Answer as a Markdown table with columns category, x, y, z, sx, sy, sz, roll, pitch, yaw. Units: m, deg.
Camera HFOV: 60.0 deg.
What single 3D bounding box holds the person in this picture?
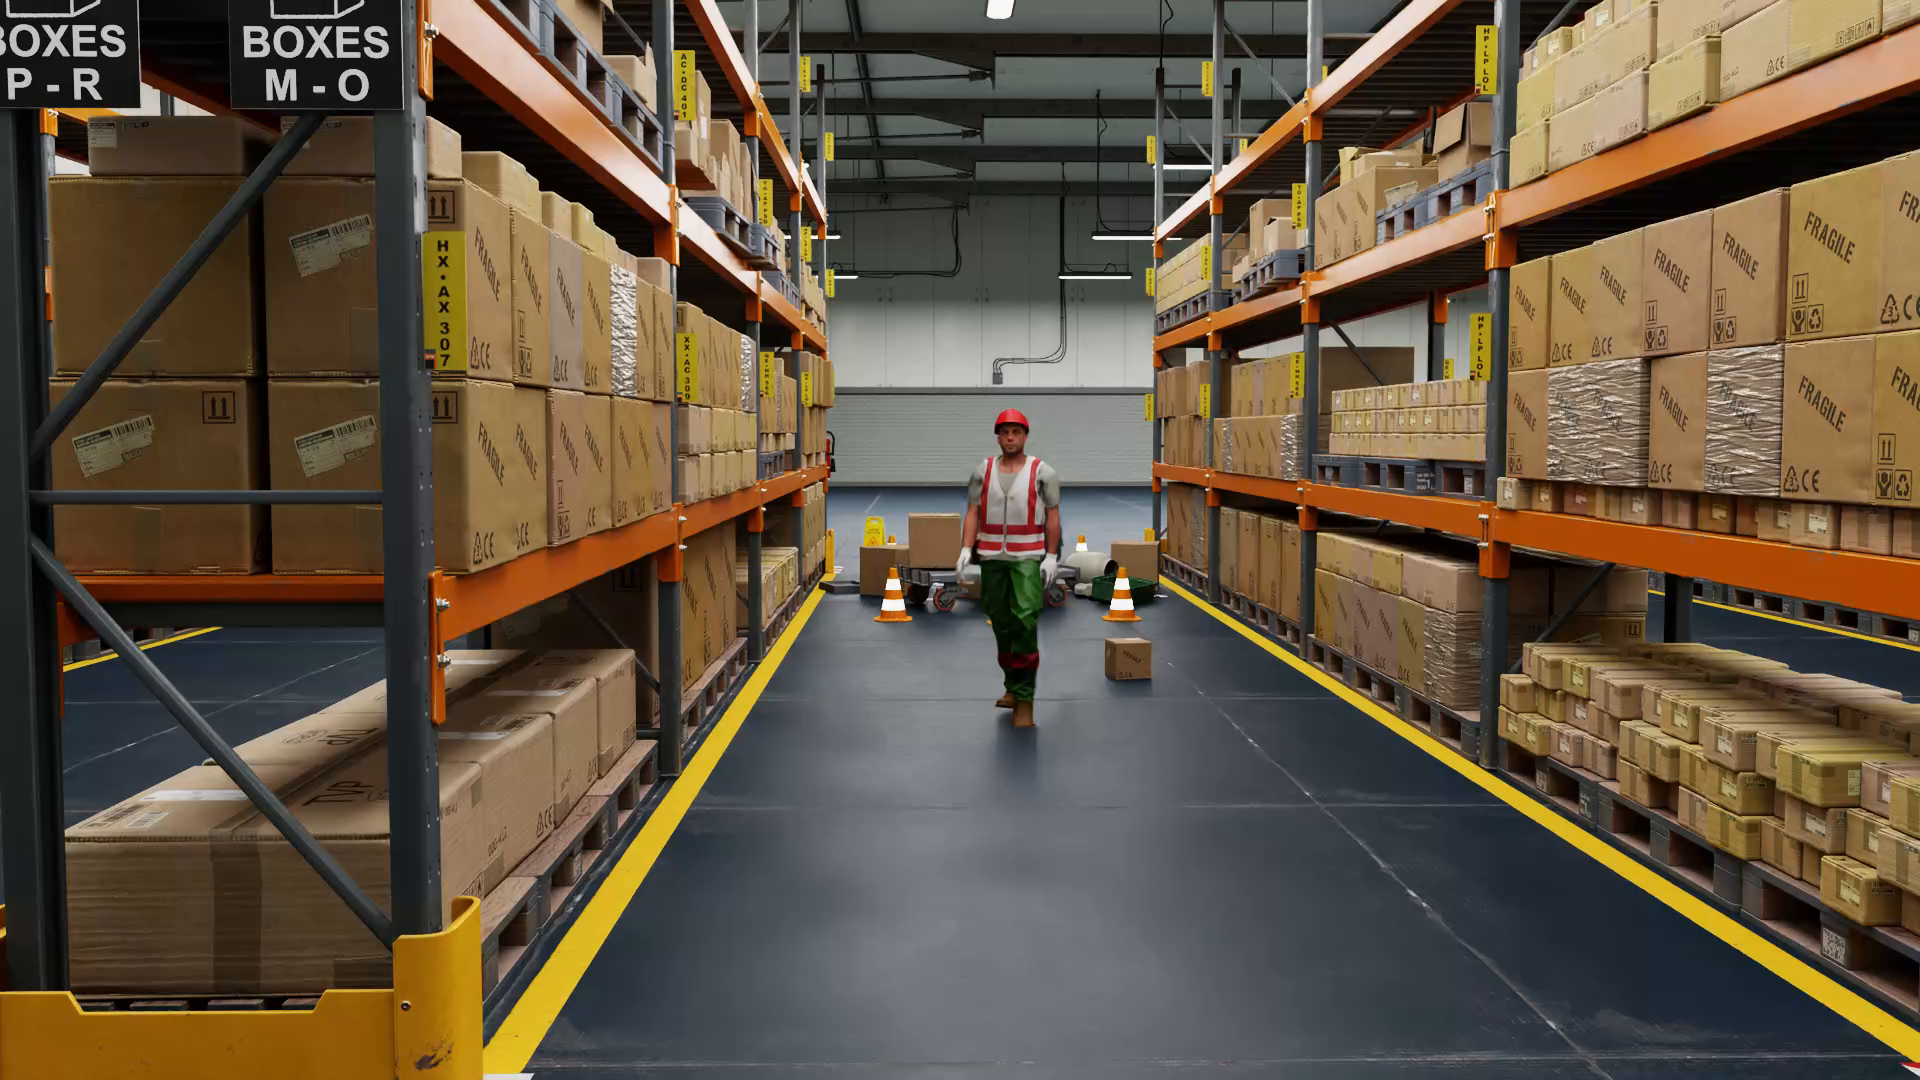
| category | x | y | z | sx | sy | sz | roll | pitch | yaw |
| --- | --- | --- | --- | --- | --- | --- | --- | --- | --- |
| person | 0.275 | 0.282 | 9.668 | 0.554 | 1.600 | 0.636 | 1 | 4 | 17 |
